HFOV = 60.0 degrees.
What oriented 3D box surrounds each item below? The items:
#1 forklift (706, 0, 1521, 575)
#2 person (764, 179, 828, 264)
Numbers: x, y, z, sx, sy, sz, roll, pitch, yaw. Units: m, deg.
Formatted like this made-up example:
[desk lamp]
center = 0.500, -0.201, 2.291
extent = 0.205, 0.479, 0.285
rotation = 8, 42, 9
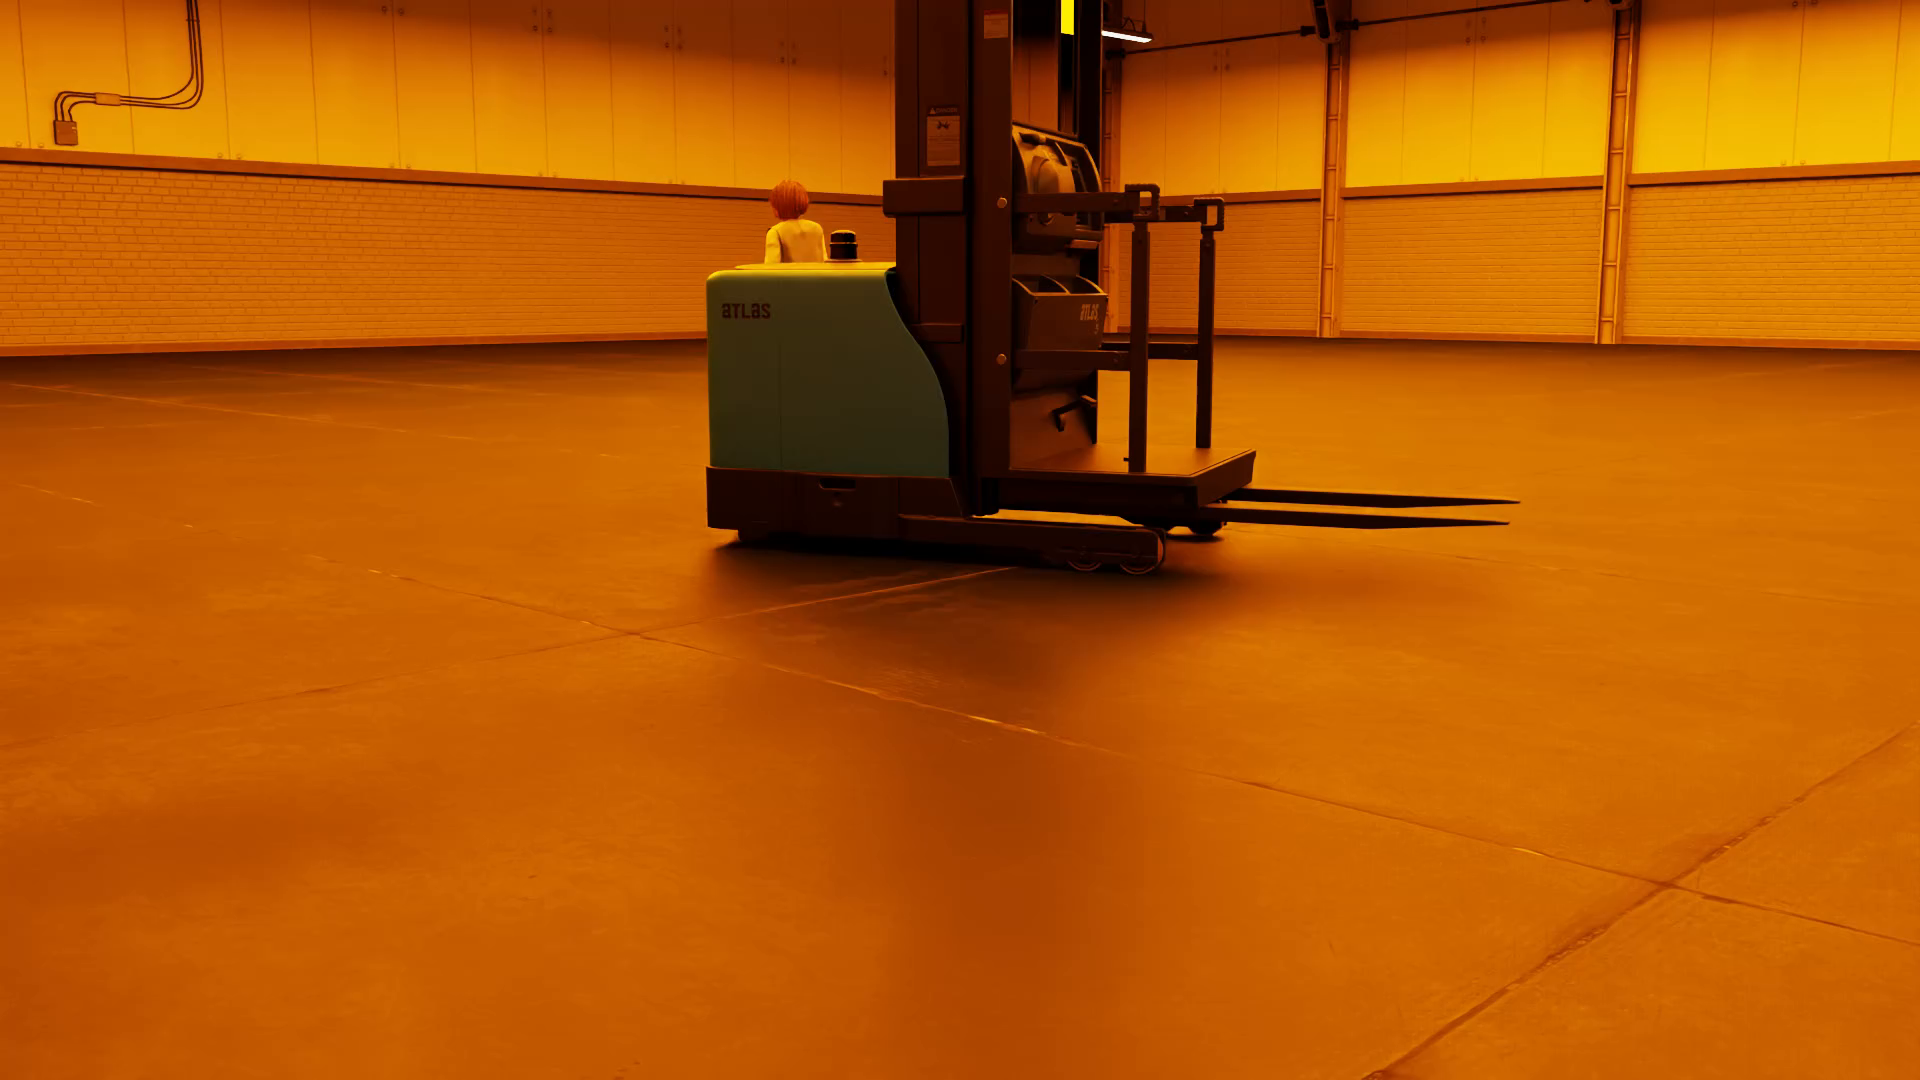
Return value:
[forklift]
center = 0.565, -1.416, 6.275
extent = 3.031, 2.935, 1.130
rotation = 3, 9, 22
[person]
center = -0.995, -1.220, 9.416
extent = 0.515, 1.600, 0.470
rotation = -8, 12, -42
